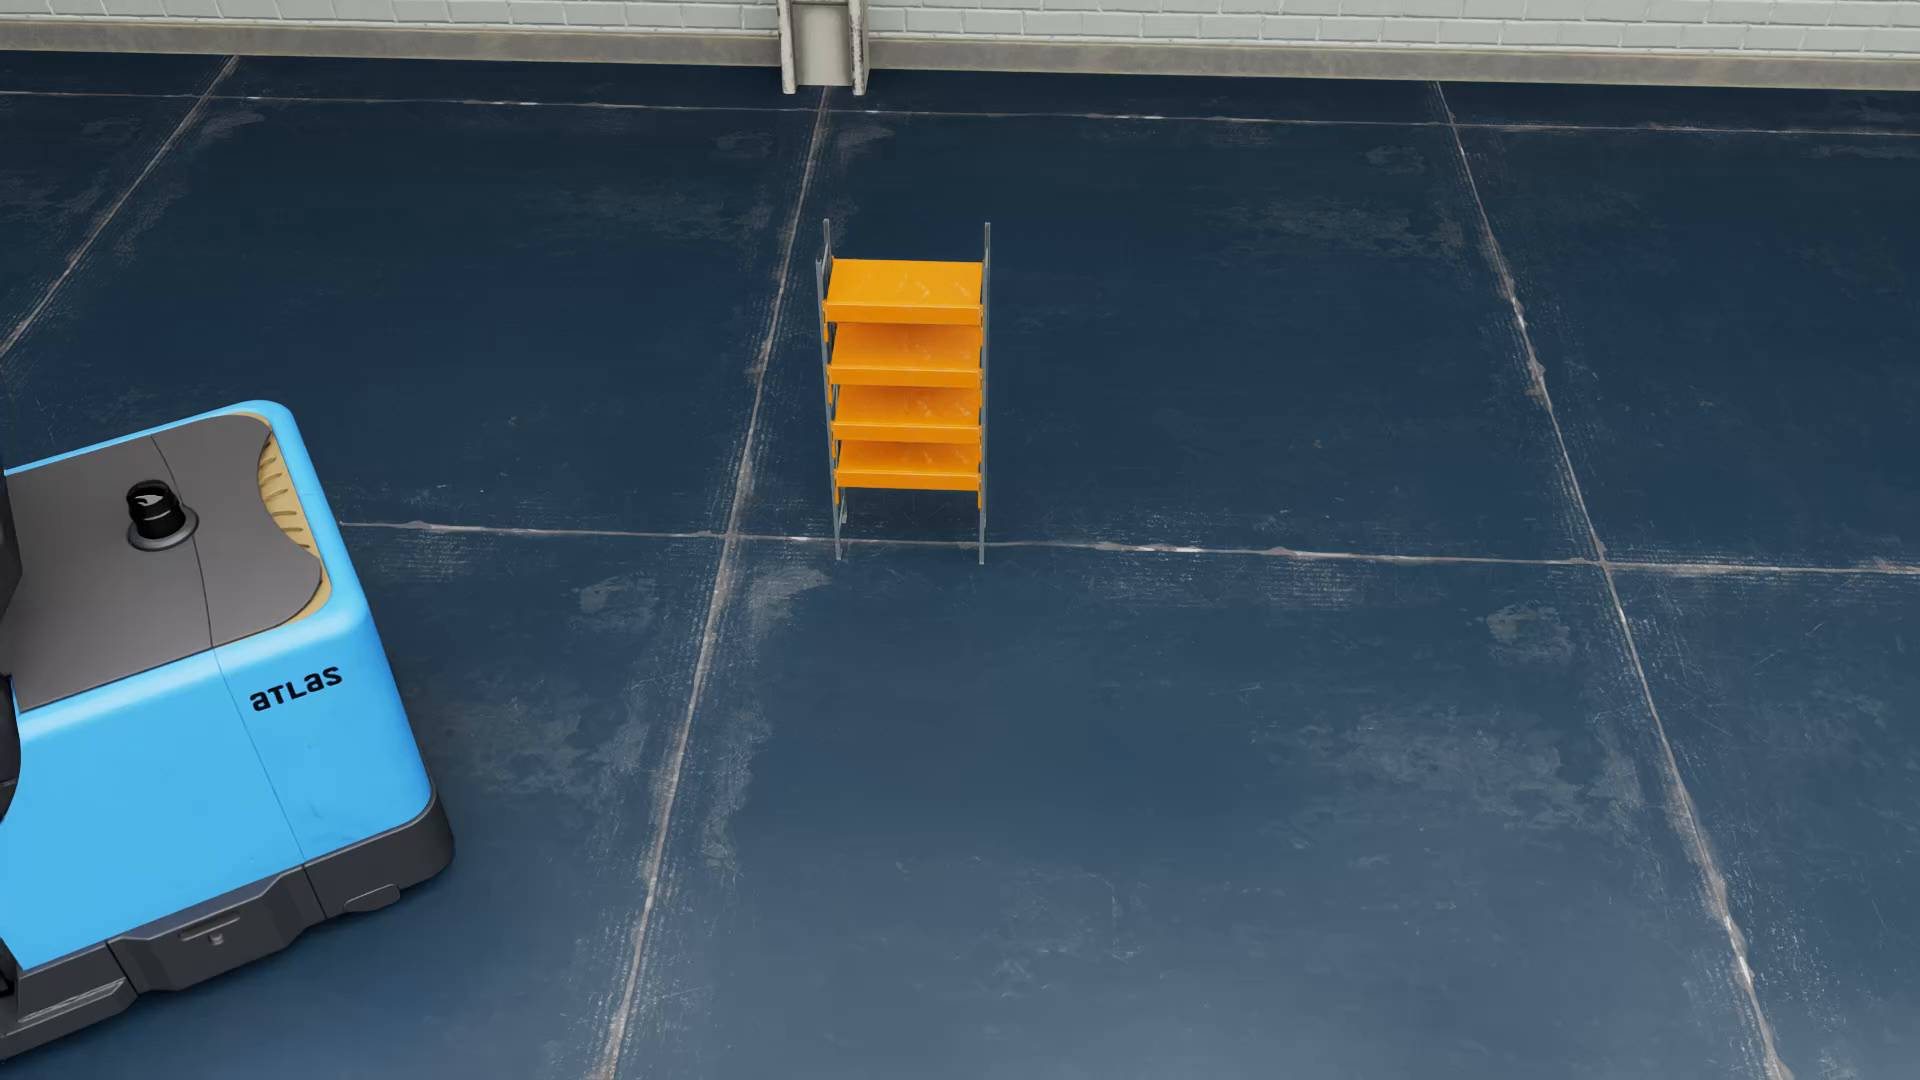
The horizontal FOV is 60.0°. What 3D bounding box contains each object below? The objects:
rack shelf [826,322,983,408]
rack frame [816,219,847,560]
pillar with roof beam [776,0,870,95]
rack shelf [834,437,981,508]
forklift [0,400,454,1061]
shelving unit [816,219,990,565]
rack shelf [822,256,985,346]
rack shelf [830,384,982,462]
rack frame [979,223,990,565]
[{"bbox_3d":[-0.165,-0.559,5.240,0.480,0.148,0.258,2,43,2],"label":"rack shelf"},{"bbox_3d":[-0.409,-0.452,5.354,0.015,1.200,0.240,2,43,2],"label":"rack frame"},{"bbox_3d":[-0.849,-2.631,1.972,0.400,9.000,9.100,2,43,2],"label":"pillar with roof beam"},{"bbox_3d":[-0.165,-0.250,5.528,0.480,0.148,0.258,2,43,2],"label":"rack shelf"},{"bbox_3d":[-2.974,0.070,3.524,3.031,2.935,1.130,-20,47,-20],"label":"forklift"},{"bbox_3d":[-0.165,-0.444,5.346,0.503,1.200,0.258,2,43,2],"label":"shelving unit"},{"bbox_3d":[-0.165,-0.732,5.079,0.480,0.148,0.258,2,43,2],"label":"rack shelf"},{"bbox_3d":[-0.165,-0.395,5.392,0.480,0.148,0.258,2,43,2],"label":"rack shelf"},{"bbox_3d":[0.078,-0.437,5.338,0.015,1.200,0.240,2,43,2],"label":"rack frame"}]
